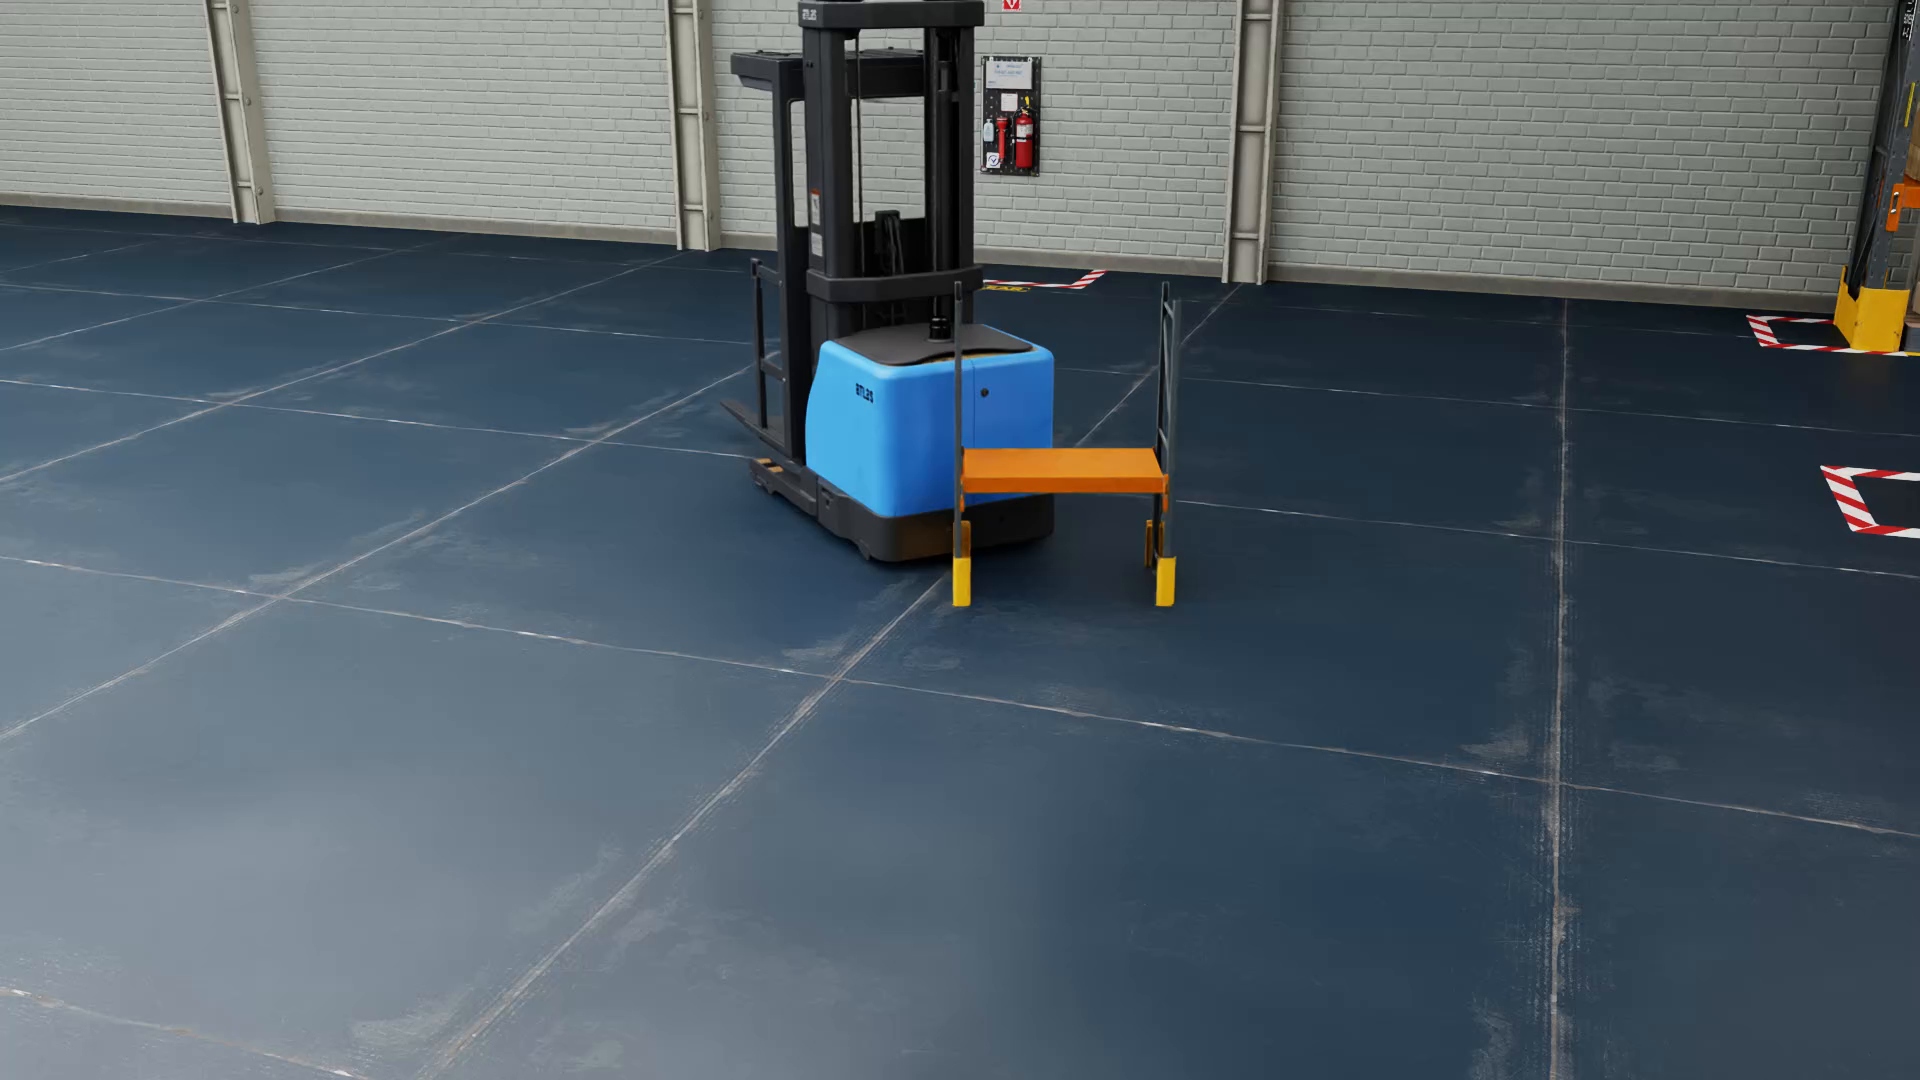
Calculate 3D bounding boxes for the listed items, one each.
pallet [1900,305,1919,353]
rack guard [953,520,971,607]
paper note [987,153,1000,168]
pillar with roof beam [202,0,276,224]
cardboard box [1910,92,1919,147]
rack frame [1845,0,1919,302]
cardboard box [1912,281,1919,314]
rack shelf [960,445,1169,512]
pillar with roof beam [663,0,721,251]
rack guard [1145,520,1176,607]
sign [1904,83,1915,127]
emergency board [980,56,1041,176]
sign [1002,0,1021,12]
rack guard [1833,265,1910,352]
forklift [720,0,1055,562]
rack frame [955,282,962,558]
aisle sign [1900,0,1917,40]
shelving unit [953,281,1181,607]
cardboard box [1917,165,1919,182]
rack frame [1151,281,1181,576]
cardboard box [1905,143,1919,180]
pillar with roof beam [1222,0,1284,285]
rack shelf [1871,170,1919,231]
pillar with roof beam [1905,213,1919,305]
[{"bbox_3d":[8.358,-1.708,13.656,1.213,0.211,1.003,7,20,18],"label":"pallet"},{"bbox_3d":[0.010,0.113,8.372,0.087,0.250,0.587,0,19,0],"label":"rack guard"},{"bbox_3d":[0.341,-3.877,16.979,0.142,0.148,0.016,7,20,18],"label":"paper note"},{"bbox_3d":[-9.941,-6.764,14.809,0.400,9.000,9.100,7,20,18],"label":"pillar with roof beam"},{"bbox_3d":[8.045,-3.440,13.445,0.500,0.500,0.500,6,20,17],"label":"cardboard box"},{"bbox_3d":[7.530,-3.132,13.504,0.127,3.000,1.000,7,20,18],"label":"rack frame"},{"bbox_3d":[8.154,-1.967,13.579,0.500,0.311,0.500,4,20,12],"label":"cardboard box"},{"bbox_3d":[0.499,-0.307,8.226,1.000,0.185,0.538,0,19,0],"label":"rack shelf"},{"bbox_3d":[-4.273,-6.116,12.949,0.400,9.000,9.100,7,20,18],"label":"pillar with roof beam"},{"bbox_3d":[1.006,0.112,8.374,0.087,0.250,0.587,0,19,0],"label":"rack guard"},{"bbox_3d":[7.352,-3.372,12.877,0.005,0.325,0.100,7,20,18],"label":"sign"},{"bbox_3d":[0.486,-4.252,16.717,0.643,1.169,0.194,7,20,18],"label":"emergency board"},{"bbox_3d":[0.511,-5.379,16.427,0.199,0.298,0.001,7,20,18],"label":"sign"},{"bbox_3d":[7.602,-1.943,13.892,0.348,0.500,1.175,7,20,18],"label":"rack guard"},{"bbox_3d":[-0.613,-1.714,9.539,1.130,2.935,3.031,-10,21,-25],"label":"forklift"},{"bbox_3d":[-0.009,-0.477,8.166,0.032,1.500,0.500,0,19,0],"label":"rack frame"},{"bbox_3d":[7.364,-4.274,12.830,0.004,0.787,0.394,7,20,18],"label":"aisle sign"},{"bbox_3d":[0.508,-0.477,8.167,1.083,1.500,0.587,0,19,0],"label":"shelving unit"},{"bbox_3d":[7.887,-2.919,13.091,0.500,0.250,0.500,6,20,16],"label":"cardboard box"},{"bbox_3d":[1.008,-0.478,8.168,0.032,1.500,0.500,0,19,0],"label":"rack frame"},{"bbox_3d":[8.035,-3.080,13.553,0.500,0.250,0.500,7,20,19],"label":"cardboard box"},{"bbox_3d":[1.395,-5.468,11.090,0.400,9.000,9.100,7,20,18],"label":"pillar with roof beam"},{"bbox_3d":[9.420,-2.576,13.002,4.000,0.370,1.077,7,20,18],"label":"rack shelf"},{"bbox_3d":[7.063,-4.819,9.231,0.400,9.000,9.100,7,20,18],"label":"pillar with roof beam"}]
